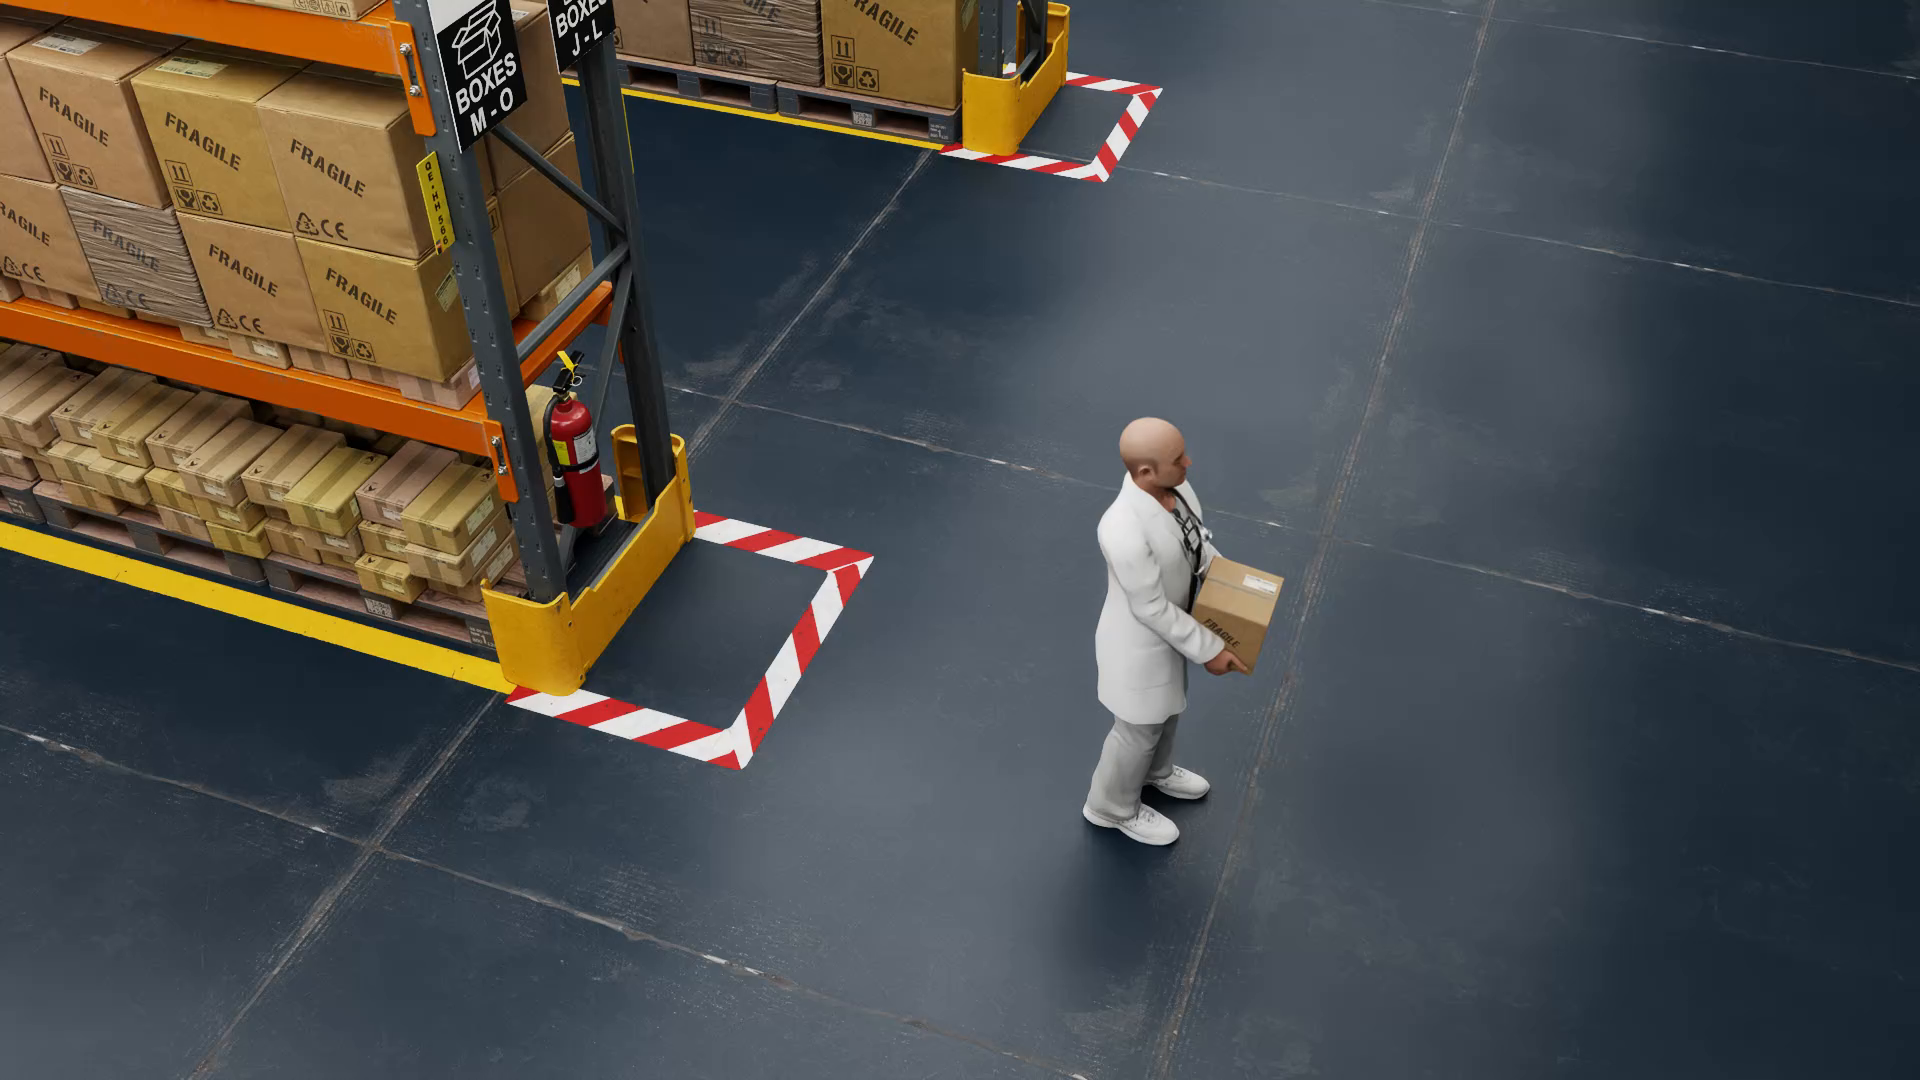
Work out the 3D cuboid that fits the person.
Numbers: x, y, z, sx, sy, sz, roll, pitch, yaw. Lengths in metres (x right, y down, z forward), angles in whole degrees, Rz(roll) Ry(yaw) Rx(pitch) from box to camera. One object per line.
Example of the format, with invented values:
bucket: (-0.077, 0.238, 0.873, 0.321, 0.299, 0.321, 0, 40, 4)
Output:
person: (0.742, 0.332, 5.786, 0.555, 1.777, 0.535, 13, 43, 15)
